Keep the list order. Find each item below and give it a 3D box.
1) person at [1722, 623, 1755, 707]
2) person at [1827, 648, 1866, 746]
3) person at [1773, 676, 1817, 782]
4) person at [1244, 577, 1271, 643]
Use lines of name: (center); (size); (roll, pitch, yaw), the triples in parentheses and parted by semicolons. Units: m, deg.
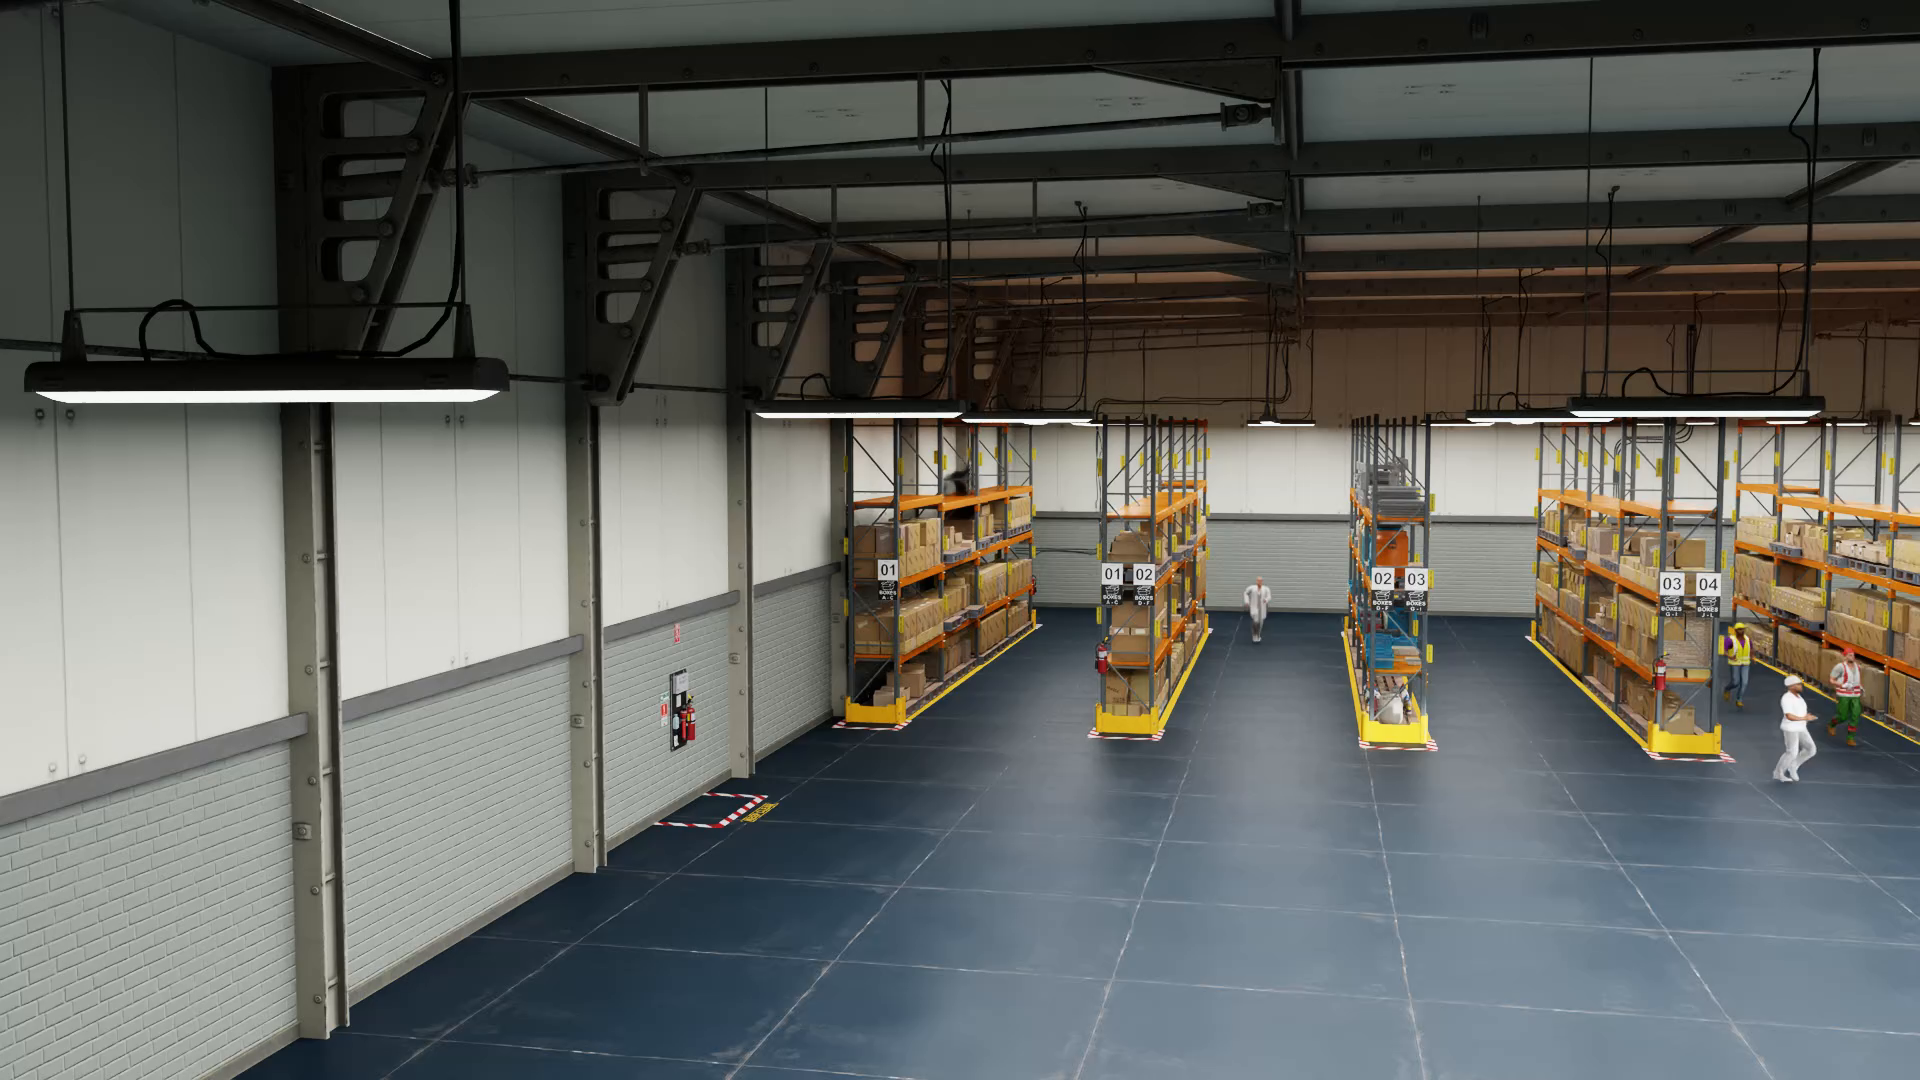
person: (16.093, 2.567, 34.404); (0.704, 1.725, 0.668); (0, 4, 0)
person: (16.105, 2.827, 30.212); (0.663, 1.757, 0.782); (0, 4, -4)
person: (13.509, 3.057, 26.837); (0.694, 1.743, 0.667); (-3, 5, -42)
person: (8.004, 1.874, 44.615); (0.673, 1.788, 0.857); (0, 4, -2)
